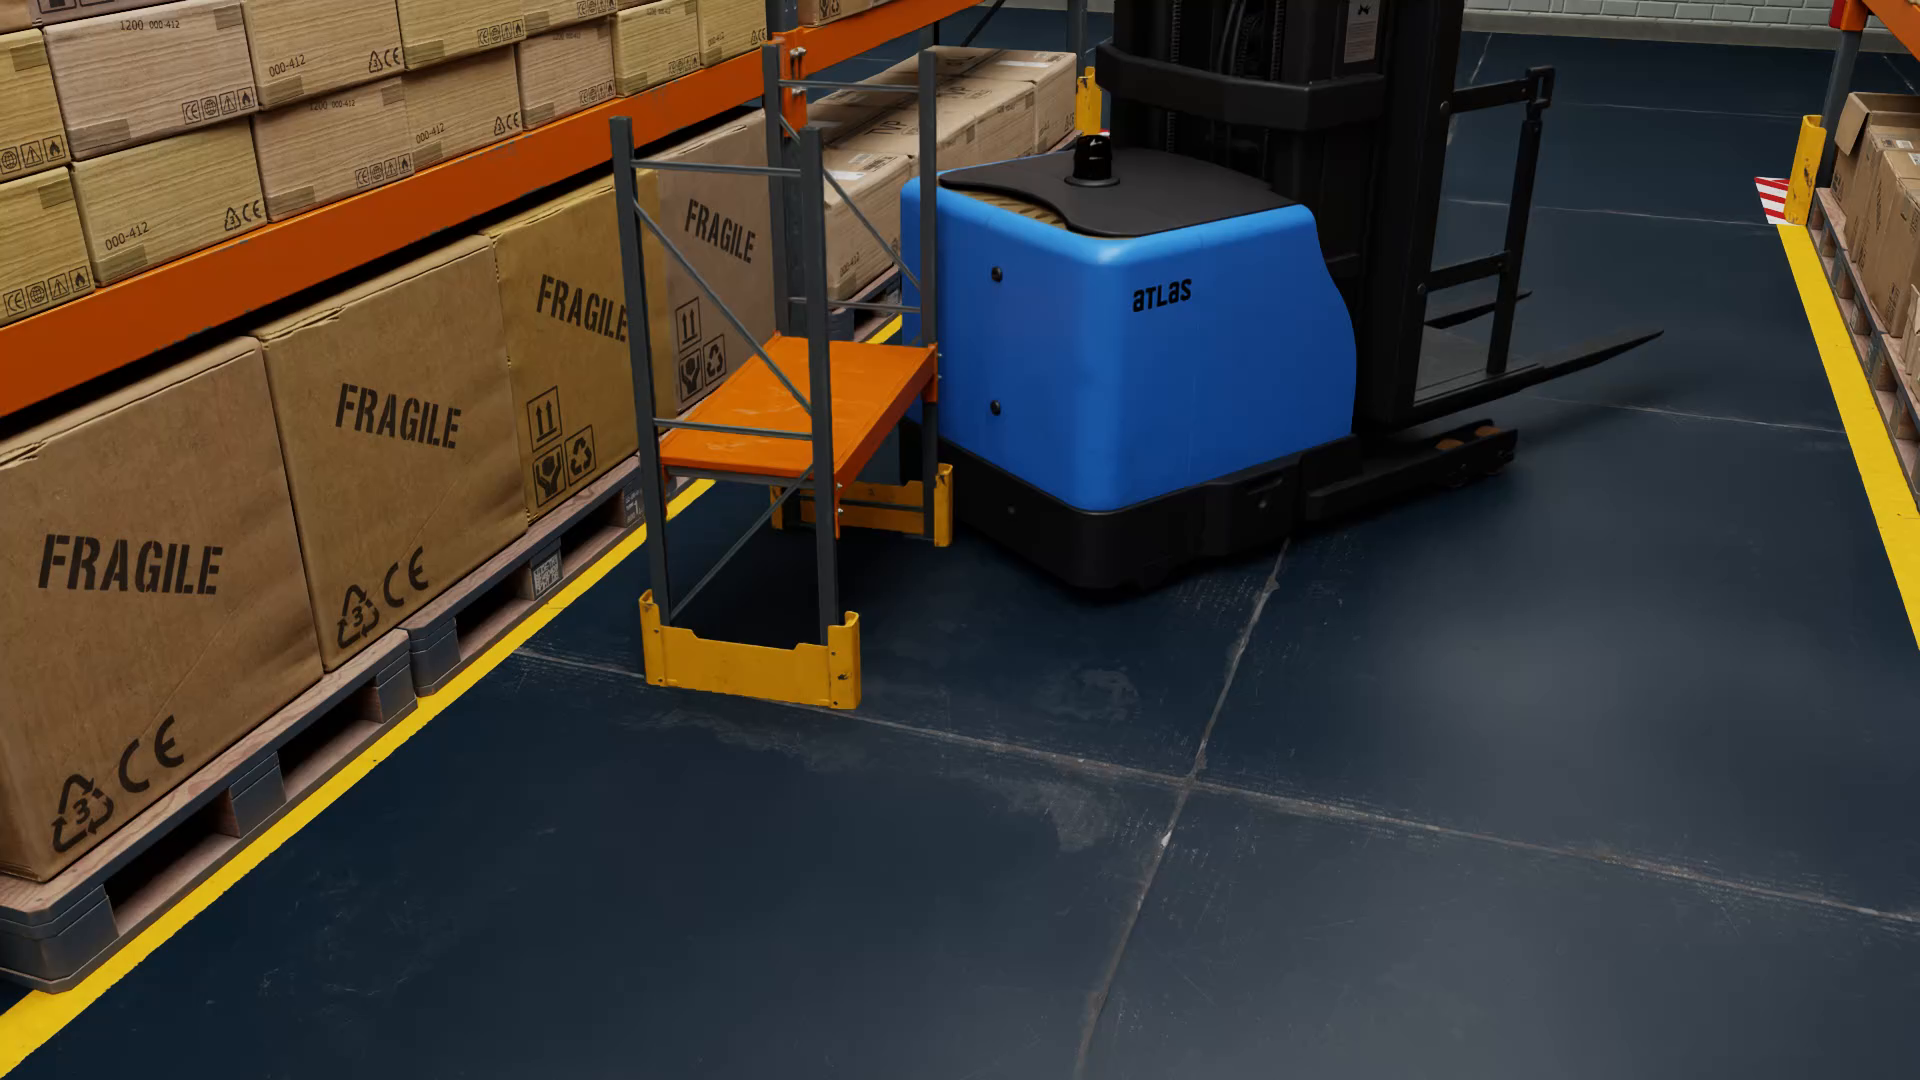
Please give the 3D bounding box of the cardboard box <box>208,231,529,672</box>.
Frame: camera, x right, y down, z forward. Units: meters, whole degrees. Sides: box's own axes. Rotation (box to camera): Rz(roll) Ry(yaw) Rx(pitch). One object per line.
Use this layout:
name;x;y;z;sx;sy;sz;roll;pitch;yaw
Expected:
cardboard box;-1.804;-0.306;4.396;0.875;0.875;0.875;9;27;18

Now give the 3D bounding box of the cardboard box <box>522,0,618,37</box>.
cardboard box;-1.325;-1.600;4.711;0.500;0.250;0.500;9;27;19

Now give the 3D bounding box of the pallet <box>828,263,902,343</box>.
pallet;-0.755;-1.125;7.332;1.003;0.211;1.213;9;27;17

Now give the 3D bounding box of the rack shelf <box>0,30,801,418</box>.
rack shelf;-1.747;-0.934;4.562;1.077;0.370;4.000;9;27;17

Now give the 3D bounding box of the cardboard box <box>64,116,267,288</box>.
cardboard box;-1.858;-0.746;3.521;0.500;0.250;0.500;8;27;16

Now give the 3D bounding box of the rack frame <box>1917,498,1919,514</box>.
rack frame;3.600;-1.361;4.619;1.000;3.000;0.127;9;27;17

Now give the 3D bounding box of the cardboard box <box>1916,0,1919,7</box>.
cardboard box;4.019;-2.163;6.564;0.380;0.149;0.250;9;27;19

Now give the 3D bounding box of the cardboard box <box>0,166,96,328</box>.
cardboard box;-2.013;-0.533;3.080;0.500;0.250;0.500;8;27;17

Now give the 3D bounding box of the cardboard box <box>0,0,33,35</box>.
cardboard box;-2.018;-1.098;2.813;0.500;0.500;0.500;8;27;16

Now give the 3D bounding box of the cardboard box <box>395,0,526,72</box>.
cardboard box;-1.479;-1.387;4.271;0.500;0.250;0.500;9;27;18

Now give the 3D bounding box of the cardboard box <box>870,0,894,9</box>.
cardboard box;-0.507;-2.485;6.826;0.500;0.500;0.500;9;27;18

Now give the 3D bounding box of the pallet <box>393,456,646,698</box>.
pallet;-1.672;0.007;4.994;1.003;0.211;1.213;9;27;17

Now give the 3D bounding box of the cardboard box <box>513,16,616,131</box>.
cardboard box;-1.350;-1.377;4.824;0.500;0.250;0.500;8;27;16

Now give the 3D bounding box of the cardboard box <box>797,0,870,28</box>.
cardboard box;-0.678;-2.279;6.401;0.500;0.500;0.500;10;27;19

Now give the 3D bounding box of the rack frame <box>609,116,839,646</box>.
rack frame;-0.555;-0.267;4.081;0.500;1.500;0.032;6;27;12

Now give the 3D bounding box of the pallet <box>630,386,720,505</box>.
pallet;-1.267;-0.496;6.033;1.003;0.211;1.213;9;27;17

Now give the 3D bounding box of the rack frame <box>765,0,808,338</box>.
rack frame;-1.082;-2.079;6.102;1.000;3.000;0.127;9;27;17

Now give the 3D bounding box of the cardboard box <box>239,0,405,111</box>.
cardboard box;-1.661;-1.181;3.845;0.500;0.250;0.500;9;27;17

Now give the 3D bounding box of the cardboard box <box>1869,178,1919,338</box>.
cardboard box;3.972;-1.059;6.381;0.700;0.500;0.500;8;27;15

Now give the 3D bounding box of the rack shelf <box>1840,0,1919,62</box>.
rack shelf;4.266;-1.859;6.473;1.077;0.370;4.000;9;27;17

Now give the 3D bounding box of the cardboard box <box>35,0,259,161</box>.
cardboard box;-1.838;-0.978;3.426;0.500;0.250;0.500;9;27;19

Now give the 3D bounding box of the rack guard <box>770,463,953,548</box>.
rack guard;-0.313;-0.135;5.241;0.587;0.250;0.087;6;27;12

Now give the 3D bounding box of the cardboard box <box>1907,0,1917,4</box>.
cardboard box;4.088;-2.274;6.793;0.380;0.149;0.250;8;27;16

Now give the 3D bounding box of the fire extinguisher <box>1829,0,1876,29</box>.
fire extinguisher;4.545;-2.930;8.375;0.296;0.674;0.183;9;27;17

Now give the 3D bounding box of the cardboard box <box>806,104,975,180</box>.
cardboard box;-0.474;-1.726;7.830;0.875;0.438;0.875;8;27;16

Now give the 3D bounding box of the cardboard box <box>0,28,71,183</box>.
cardboard box;-2.011;-0.765;2.987;0.500;0.250;0.500;9;27;17

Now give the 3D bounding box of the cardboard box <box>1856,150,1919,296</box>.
cardboard box;4.047;-1.283;6.844;0.500;0.500;0.500;9;27;18

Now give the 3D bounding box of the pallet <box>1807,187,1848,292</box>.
pallet;4.642;-1.391;7.880;1.003;0.211;1.213;9;27;17

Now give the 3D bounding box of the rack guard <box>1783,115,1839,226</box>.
rack guard;4.906;-1.849;8.494;1.175;0.500;0.348;9;27;17

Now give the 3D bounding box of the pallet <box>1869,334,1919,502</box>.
pallet;3.830;-0.388;5.809;1.003;0.211;1.213;9;27;17

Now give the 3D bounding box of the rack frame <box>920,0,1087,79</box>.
rack frame;0.250;-3.723;9.497;1.000;3.000;0.127;9;27;17

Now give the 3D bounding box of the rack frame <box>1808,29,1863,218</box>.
rack frame;4.932;-3.005;8.014;1.000;3.000;0.127;9;27;17

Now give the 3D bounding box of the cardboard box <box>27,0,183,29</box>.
cardboard box;-1.862;-1.303;3.237;0.500;0.500;0.500;9;27;18

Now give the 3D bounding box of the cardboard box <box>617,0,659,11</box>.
cardboard box;-1.158;-1.814;5.153;0.500;0.250;0.500;9;27;19

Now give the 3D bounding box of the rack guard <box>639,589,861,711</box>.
rack guard;-0.551;0.287;4.371;0.587;0.250;0.087;6;27;12

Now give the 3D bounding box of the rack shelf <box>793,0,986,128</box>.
rack shelf;-0.416;-2.577;7.957;1.077;0.370;4.000;9;27;17

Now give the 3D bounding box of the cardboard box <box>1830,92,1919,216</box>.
cardboard box;4.639;-1.833;7.976;0.797;0.503;0.637;8;27;15

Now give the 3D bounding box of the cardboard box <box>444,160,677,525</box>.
cardboard box;-1.506;-0.673;5.155;0.875;0.875;0.875;10;27;19

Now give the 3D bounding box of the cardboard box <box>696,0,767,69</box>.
cardboard box;-0.993;-1.791;5.679;0.500;0.250;0.500;8;27;16

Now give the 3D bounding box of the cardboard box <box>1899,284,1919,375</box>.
cardboard box;3.628;-0.738;5.987;0.396;0.266;0.258;10;27;19

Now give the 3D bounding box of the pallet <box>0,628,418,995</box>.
pallet;-2.079;0.507;3.962;1.003;0.211;1.213;9;27;17

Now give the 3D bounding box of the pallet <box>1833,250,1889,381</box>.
pallet;4.234;-0.891;6.848;1.003;0.211;1.213;9;27;17

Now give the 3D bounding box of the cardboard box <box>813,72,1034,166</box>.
cardboard box;-0.172;-2.096;8.595;0.875;0.438;0.875;9;27;19

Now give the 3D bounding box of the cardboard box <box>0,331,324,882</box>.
cardboard box;-2.104;0.060;3.640;0.875;0.875;0.875;8;27;17

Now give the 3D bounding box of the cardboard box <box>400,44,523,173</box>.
cardboard box;-1.517;-1.164;4.385;0.500;0.250;0.500;9;27;17

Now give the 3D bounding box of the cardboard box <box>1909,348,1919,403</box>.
cardboard box;3.509;-0.538;5.709;0.380;0.149;0.250;8;27;16

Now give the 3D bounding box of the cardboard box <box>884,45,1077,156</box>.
cardboard box;0.124;-2.473;9.374;0.875;0.438;0.875;8;27;16

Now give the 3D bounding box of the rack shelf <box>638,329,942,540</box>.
rack shelf;-0.434;-0.321;4.604;0.538;0.185;1.000;6;27;12

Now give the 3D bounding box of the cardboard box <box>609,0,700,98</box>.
cardboard box;-1.164;-1.582;5.247;0.500;0.250;0.500;8;27;17

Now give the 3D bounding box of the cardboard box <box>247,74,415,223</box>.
cardboard box;-1.678;-0.961;3.965;0.500;0.250;0.500;10;27;19

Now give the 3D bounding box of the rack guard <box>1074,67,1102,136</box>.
rack guard;0.258;-2.608;10.063;1.175;0.500;0.348;9;27;17

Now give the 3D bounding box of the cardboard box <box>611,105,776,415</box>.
cardboard box;-1.212;-1.046;5.924;0.875;0.875;0.875;10;27;19

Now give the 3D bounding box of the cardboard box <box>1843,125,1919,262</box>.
cardboard box;4.317;-1.485;7.263;0.700;0.500;0.500;10;28;20

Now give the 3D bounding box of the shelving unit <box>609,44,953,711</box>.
shelving unit;-0.432;-0.486;4.533;0.587;1.500;1.083;6;27;12

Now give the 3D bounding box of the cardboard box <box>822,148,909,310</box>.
cardboard box;-0.771;-1.358;7.070;0.875;0.438;0.875;8;27;17

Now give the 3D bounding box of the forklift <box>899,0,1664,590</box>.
forklift;1.295;-1.664;5.324;3.031;2.935;1.130;-17;31;-32

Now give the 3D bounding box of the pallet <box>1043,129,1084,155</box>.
pallet;0.057;-2.128;9.403;1.003;0.211;1.213;9;27;17

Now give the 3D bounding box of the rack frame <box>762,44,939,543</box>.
rack frame;-0.313;-0.698;4.970;0.500;1.500;0.032;6;27;12
